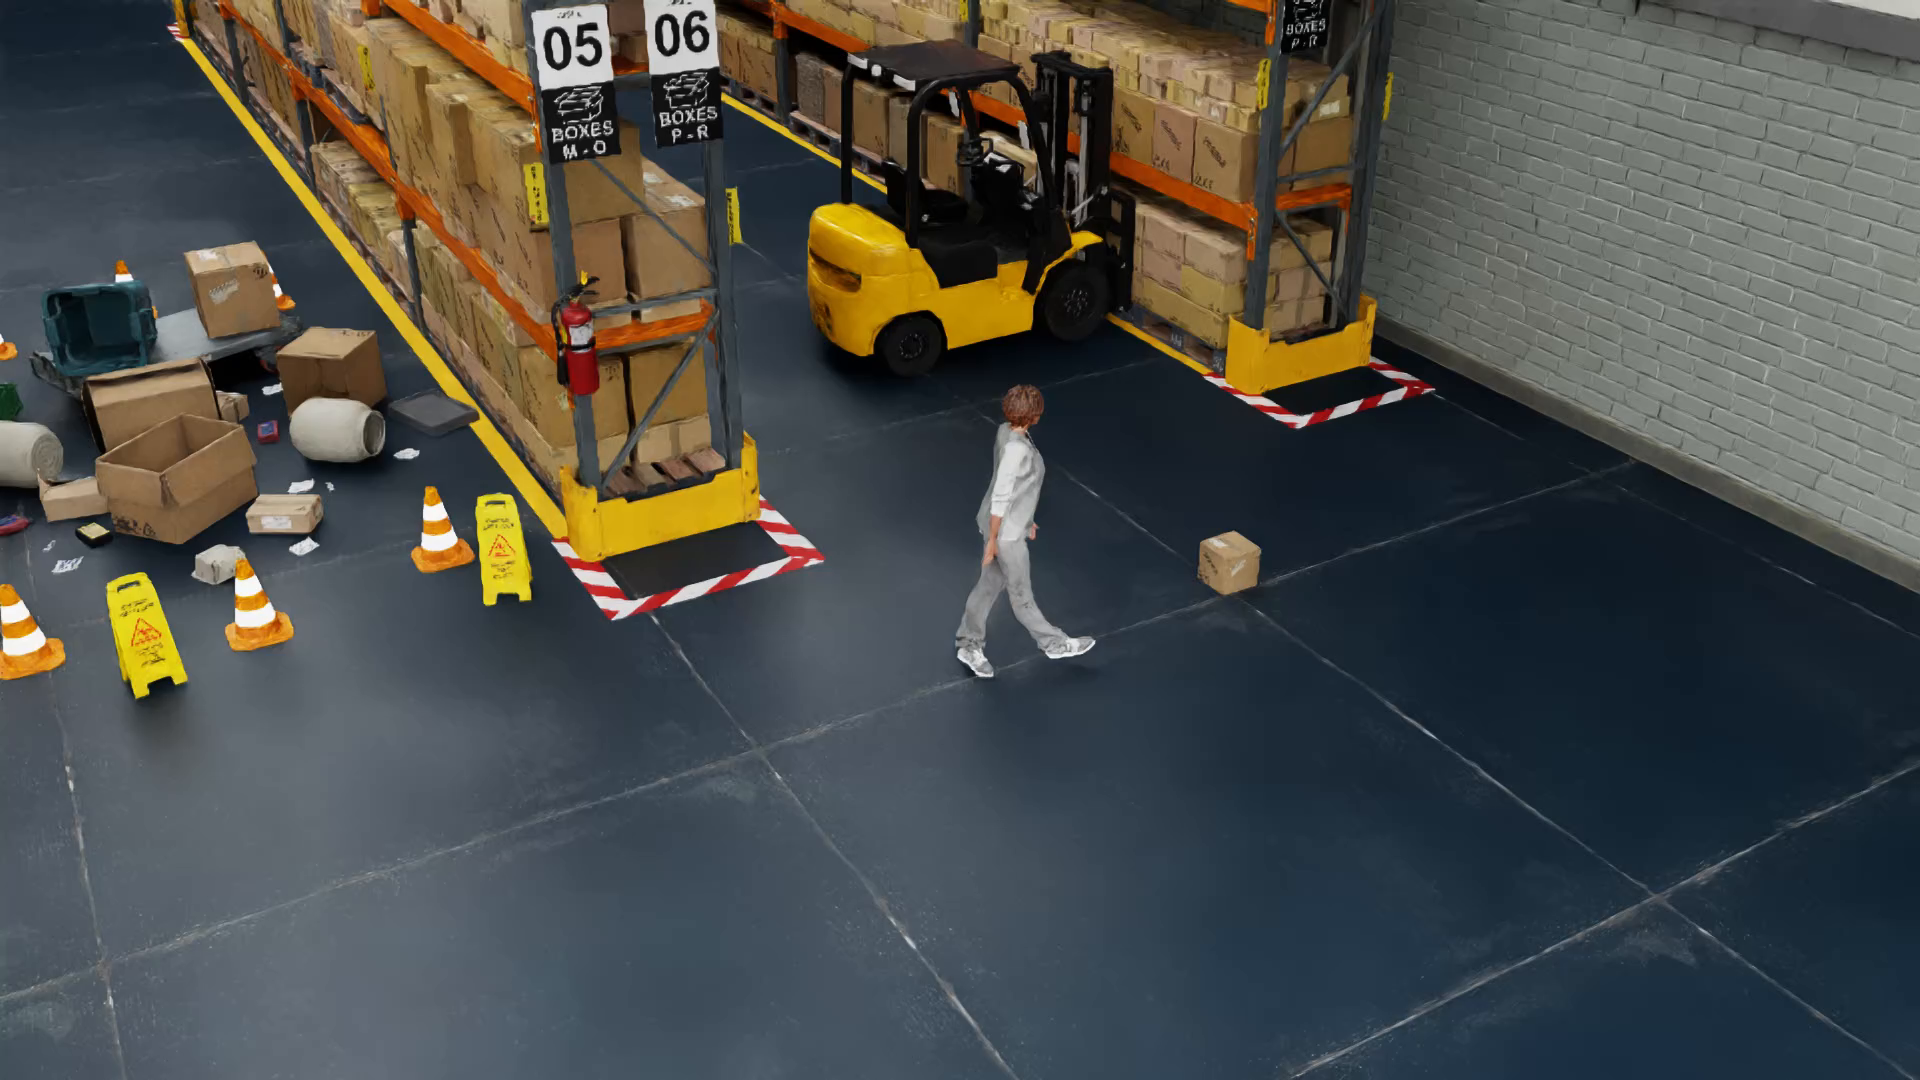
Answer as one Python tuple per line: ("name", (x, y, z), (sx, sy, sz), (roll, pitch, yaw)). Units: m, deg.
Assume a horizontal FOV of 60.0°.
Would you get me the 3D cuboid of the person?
("person", (0.347, -0.057, 8.674), (0.752, 1.577, 0.460), (-1, 29, -2))
